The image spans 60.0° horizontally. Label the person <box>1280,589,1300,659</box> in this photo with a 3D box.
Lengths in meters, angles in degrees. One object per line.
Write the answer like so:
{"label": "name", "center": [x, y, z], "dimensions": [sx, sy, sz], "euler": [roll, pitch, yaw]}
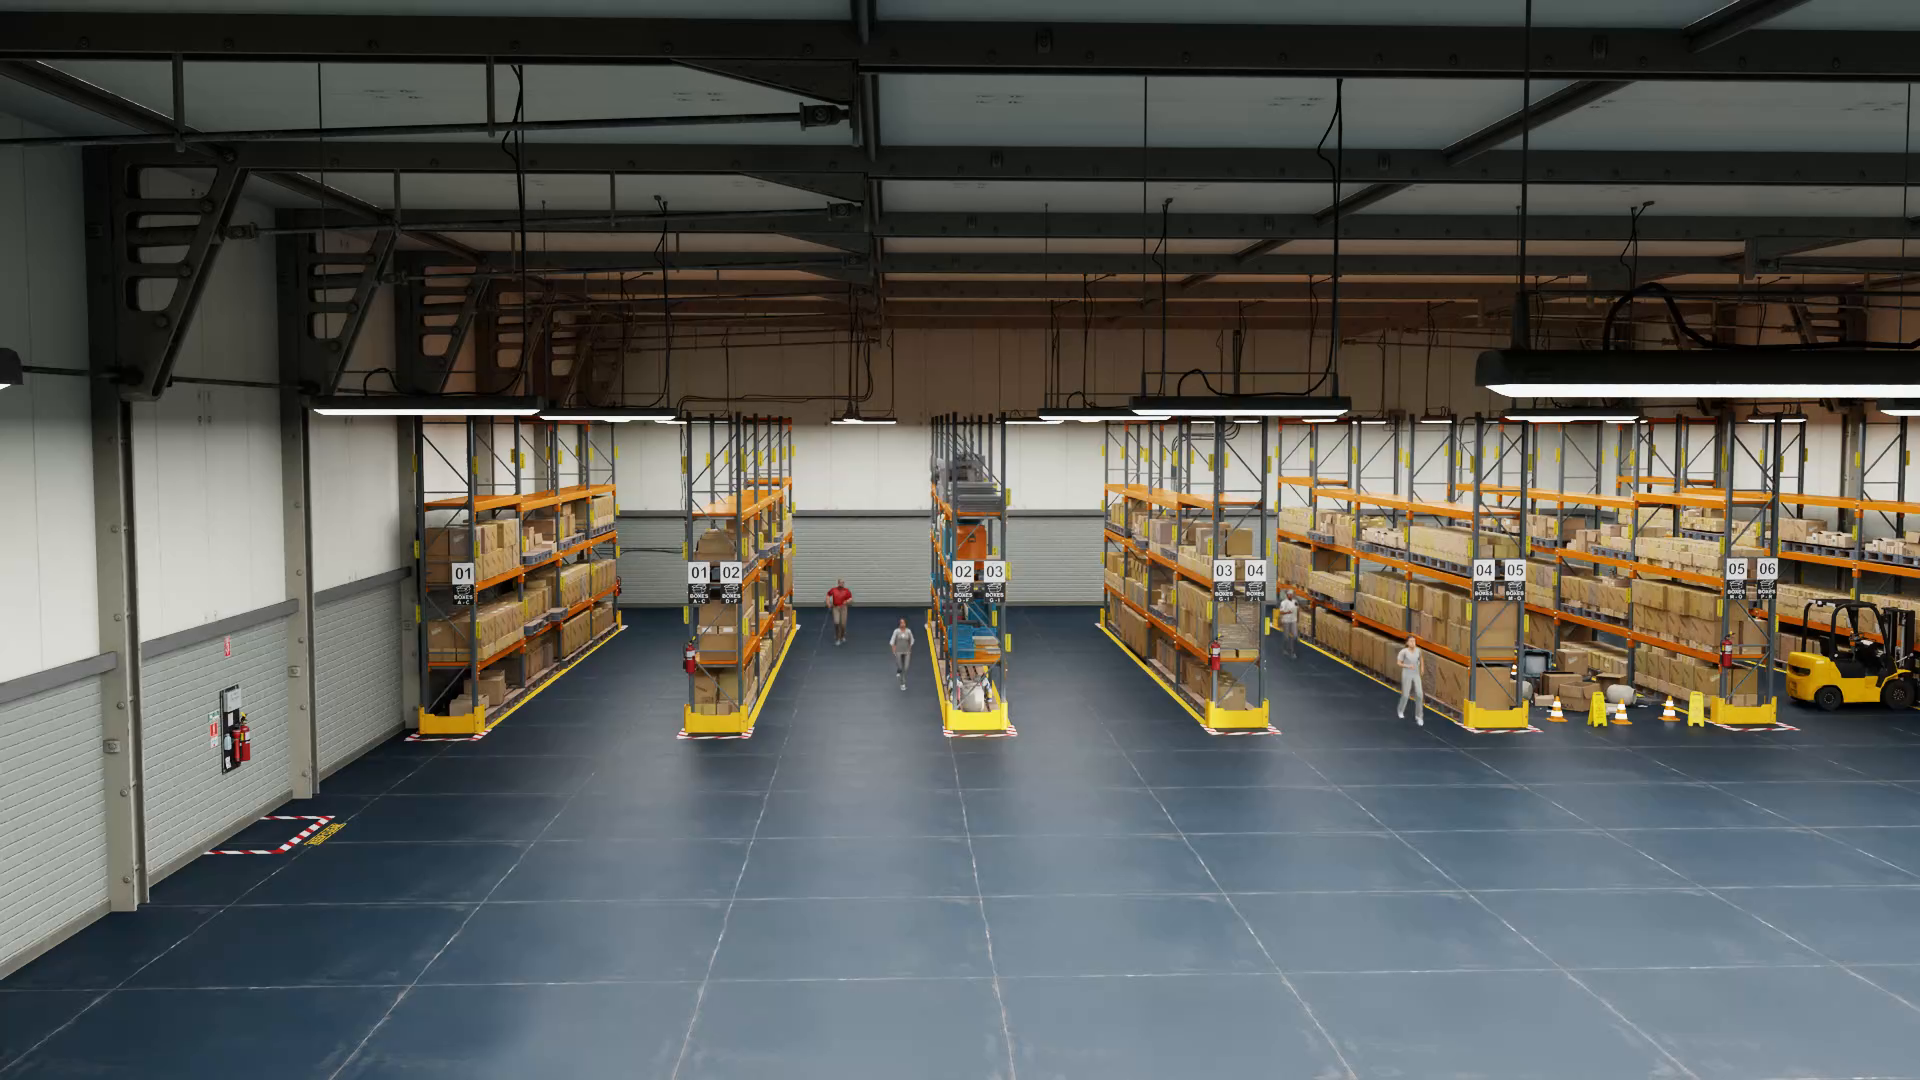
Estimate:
{"label": "person", "center": [8.189, 2.078, 41.227], "dimensions": [0.555, 1.755, 0.702], "euler": [0, 4, -2]}

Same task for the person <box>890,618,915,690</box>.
{"label": "person", "center": [-1.256, 2.479, 36.355], "dimensions": [0.537, 1.558, 0.549], "euler": [-1, 4, -9]}

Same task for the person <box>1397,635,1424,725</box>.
{"label": "person", "center": [8.727, 2.695, 32.245], "dimensions": [0.593, 1.727, 0.799], "euler": [0, 4, -7]}

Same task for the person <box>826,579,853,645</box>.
{"label": "person", "center": [-3.172, 1.908, 43.906], "dimensions": [0.663, 1.775, 0.760], "euler": [-1, 4, -10]}
